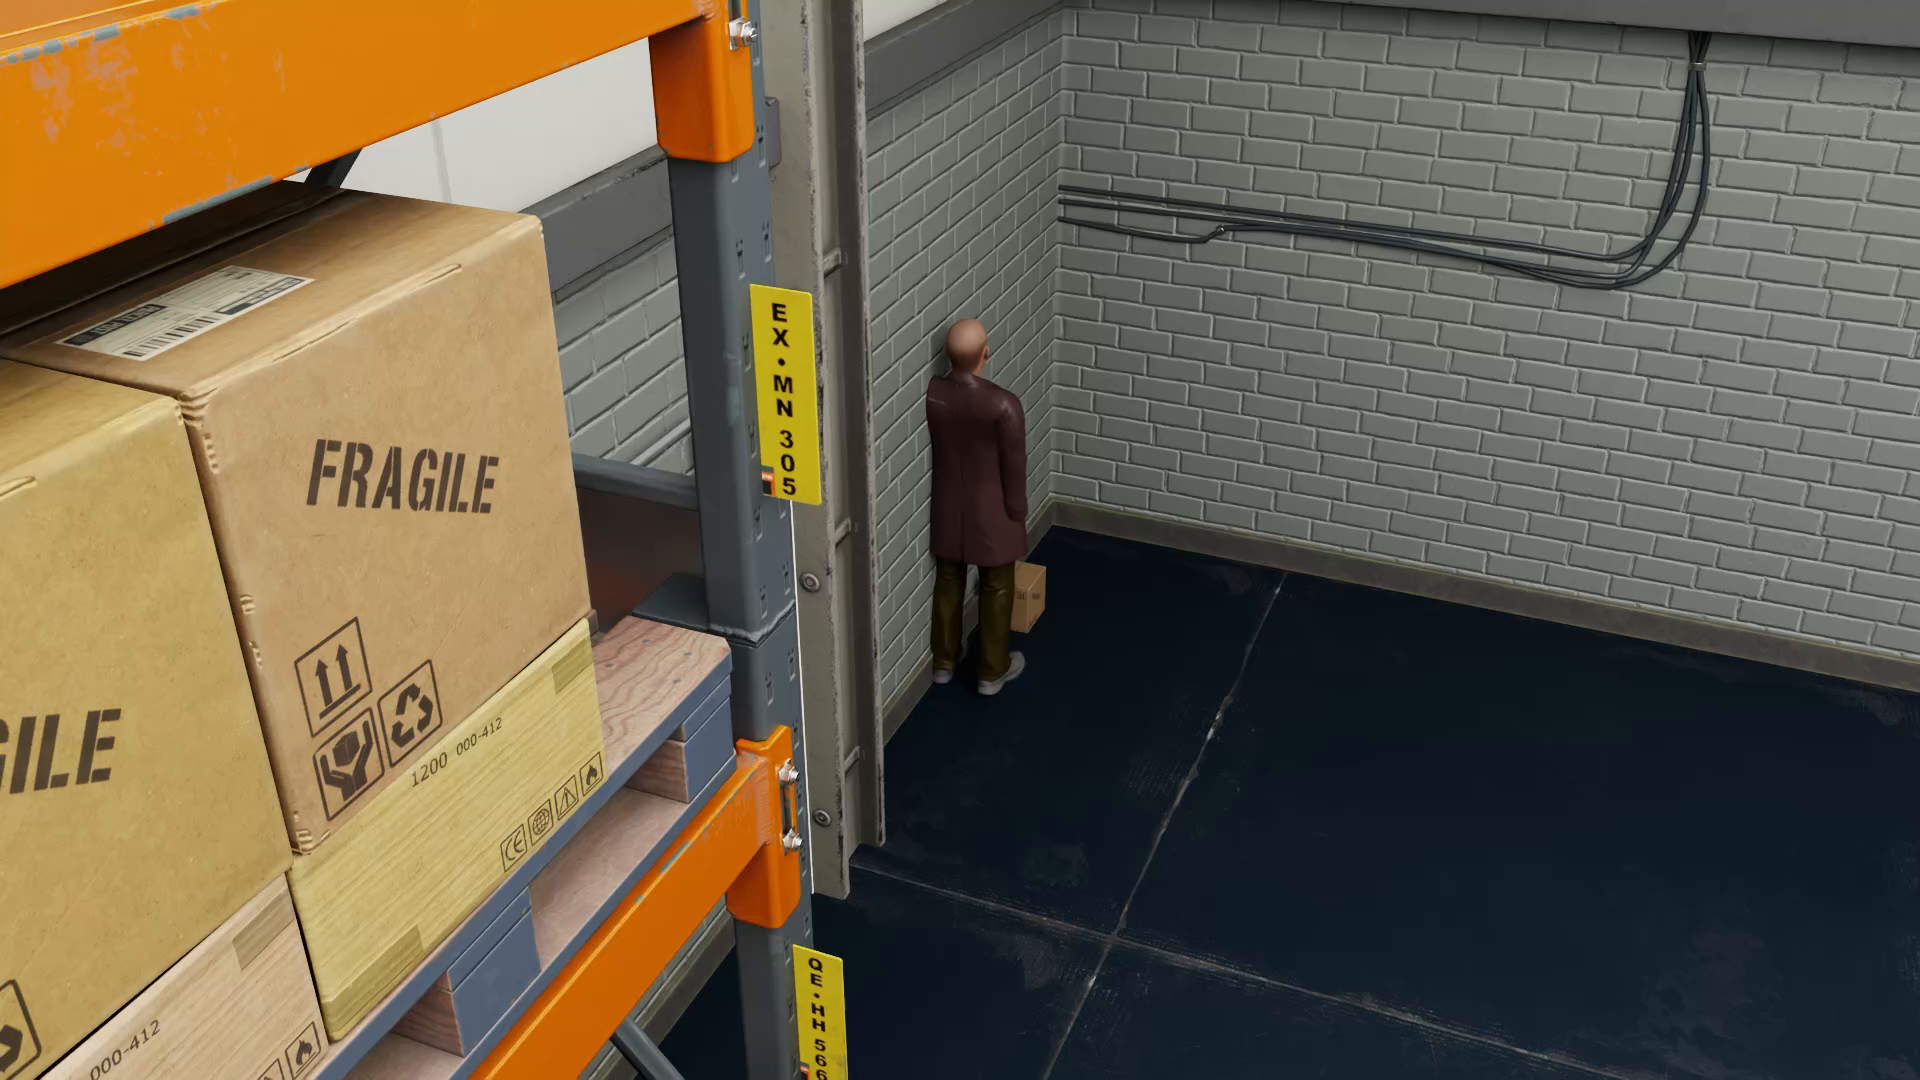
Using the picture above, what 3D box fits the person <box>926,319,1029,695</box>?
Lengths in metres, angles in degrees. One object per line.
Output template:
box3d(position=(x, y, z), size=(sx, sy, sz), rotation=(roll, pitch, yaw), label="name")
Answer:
box3d(position=(0.043, -0.156, 7.432), size=(0.562, 1.781, 0.380), rotation=(12, 31, 20), label="person")
